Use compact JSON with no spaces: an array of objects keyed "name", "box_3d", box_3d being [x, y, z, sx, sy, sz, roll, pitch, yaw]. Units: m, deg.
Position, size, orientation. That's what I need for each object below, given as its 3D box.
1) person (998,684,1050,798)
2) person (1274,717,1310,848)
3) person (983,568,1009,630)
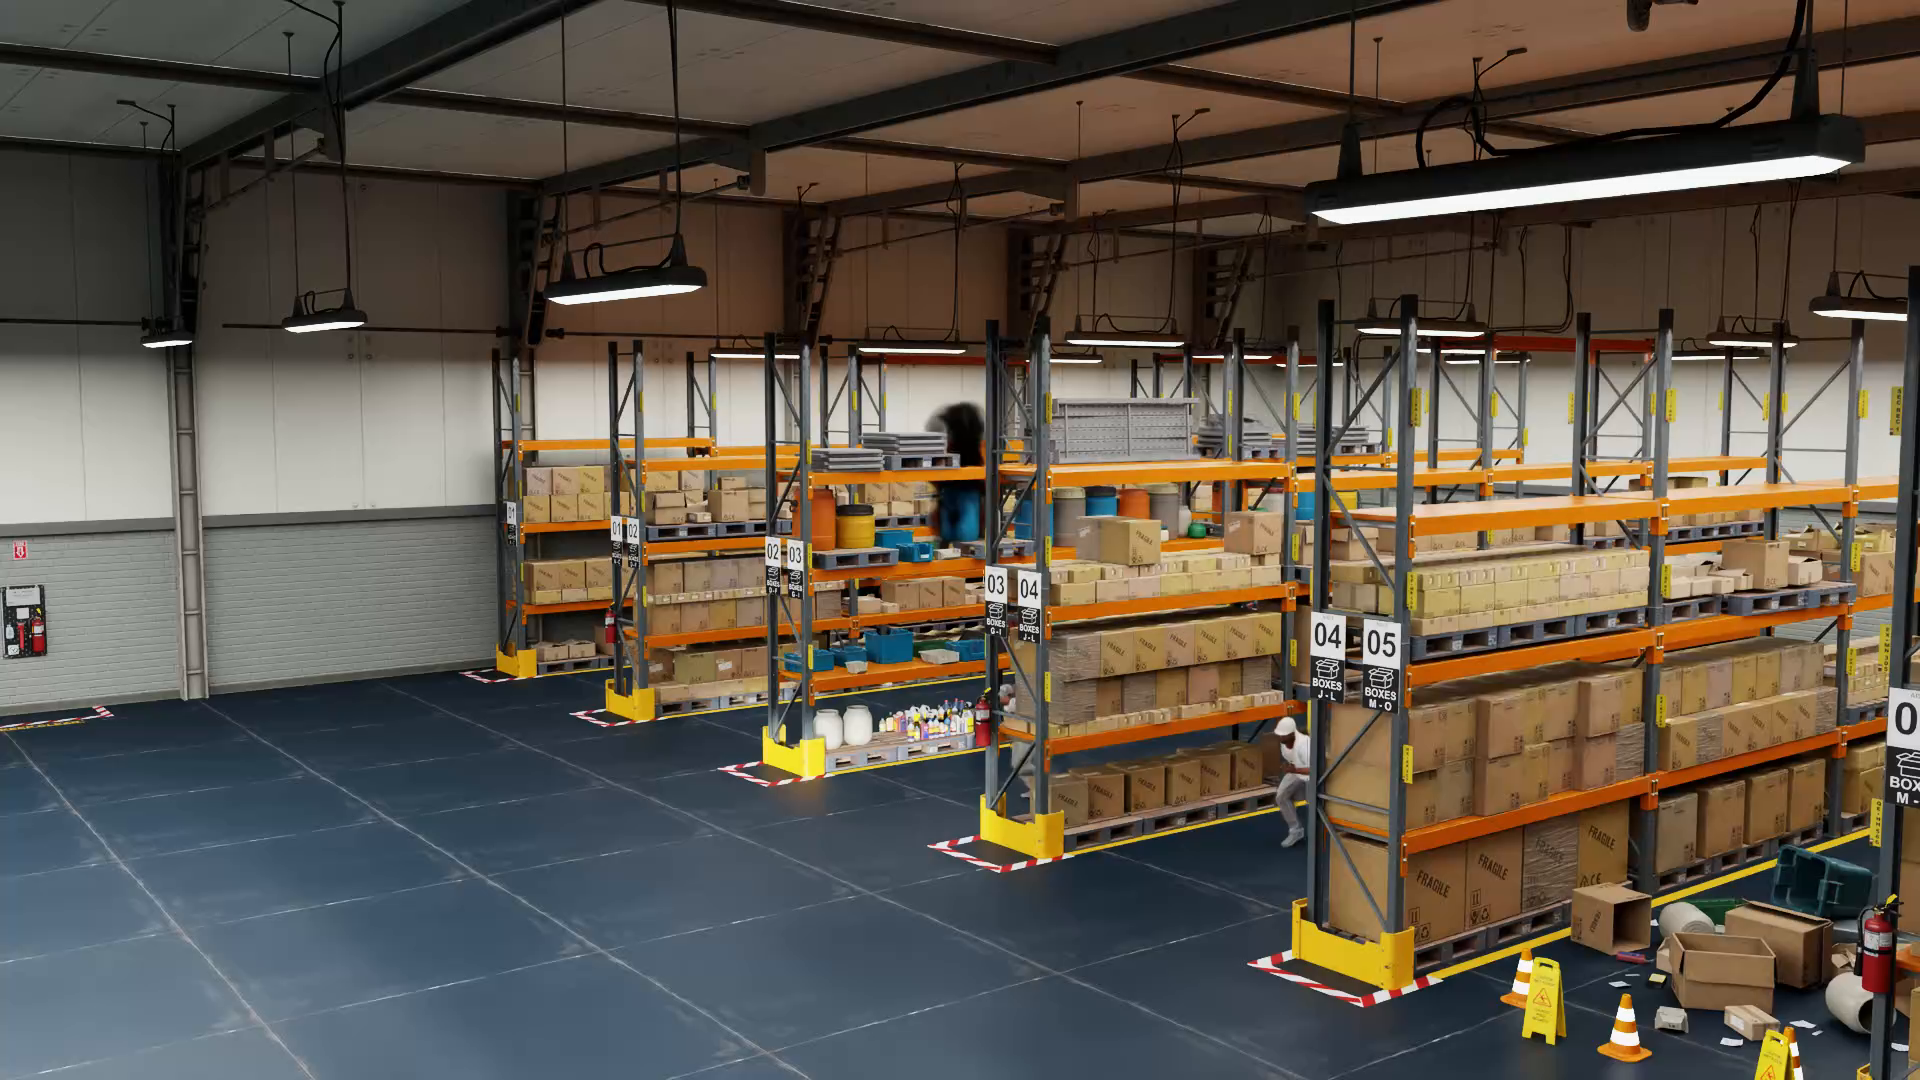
[{"name":"person","box_3d":[0.773,2.566,21.118,0.745,1.508,0.633,-3,6,-30]},{"name":"person","box_3d":[3.969,2.738,19.088,1.157,1.543,0.693,-4,7,-41]},{"name":"person","box_3d":[0.845,1.335,34.168,0.692,1.732,1.037,5,7,42]}]
